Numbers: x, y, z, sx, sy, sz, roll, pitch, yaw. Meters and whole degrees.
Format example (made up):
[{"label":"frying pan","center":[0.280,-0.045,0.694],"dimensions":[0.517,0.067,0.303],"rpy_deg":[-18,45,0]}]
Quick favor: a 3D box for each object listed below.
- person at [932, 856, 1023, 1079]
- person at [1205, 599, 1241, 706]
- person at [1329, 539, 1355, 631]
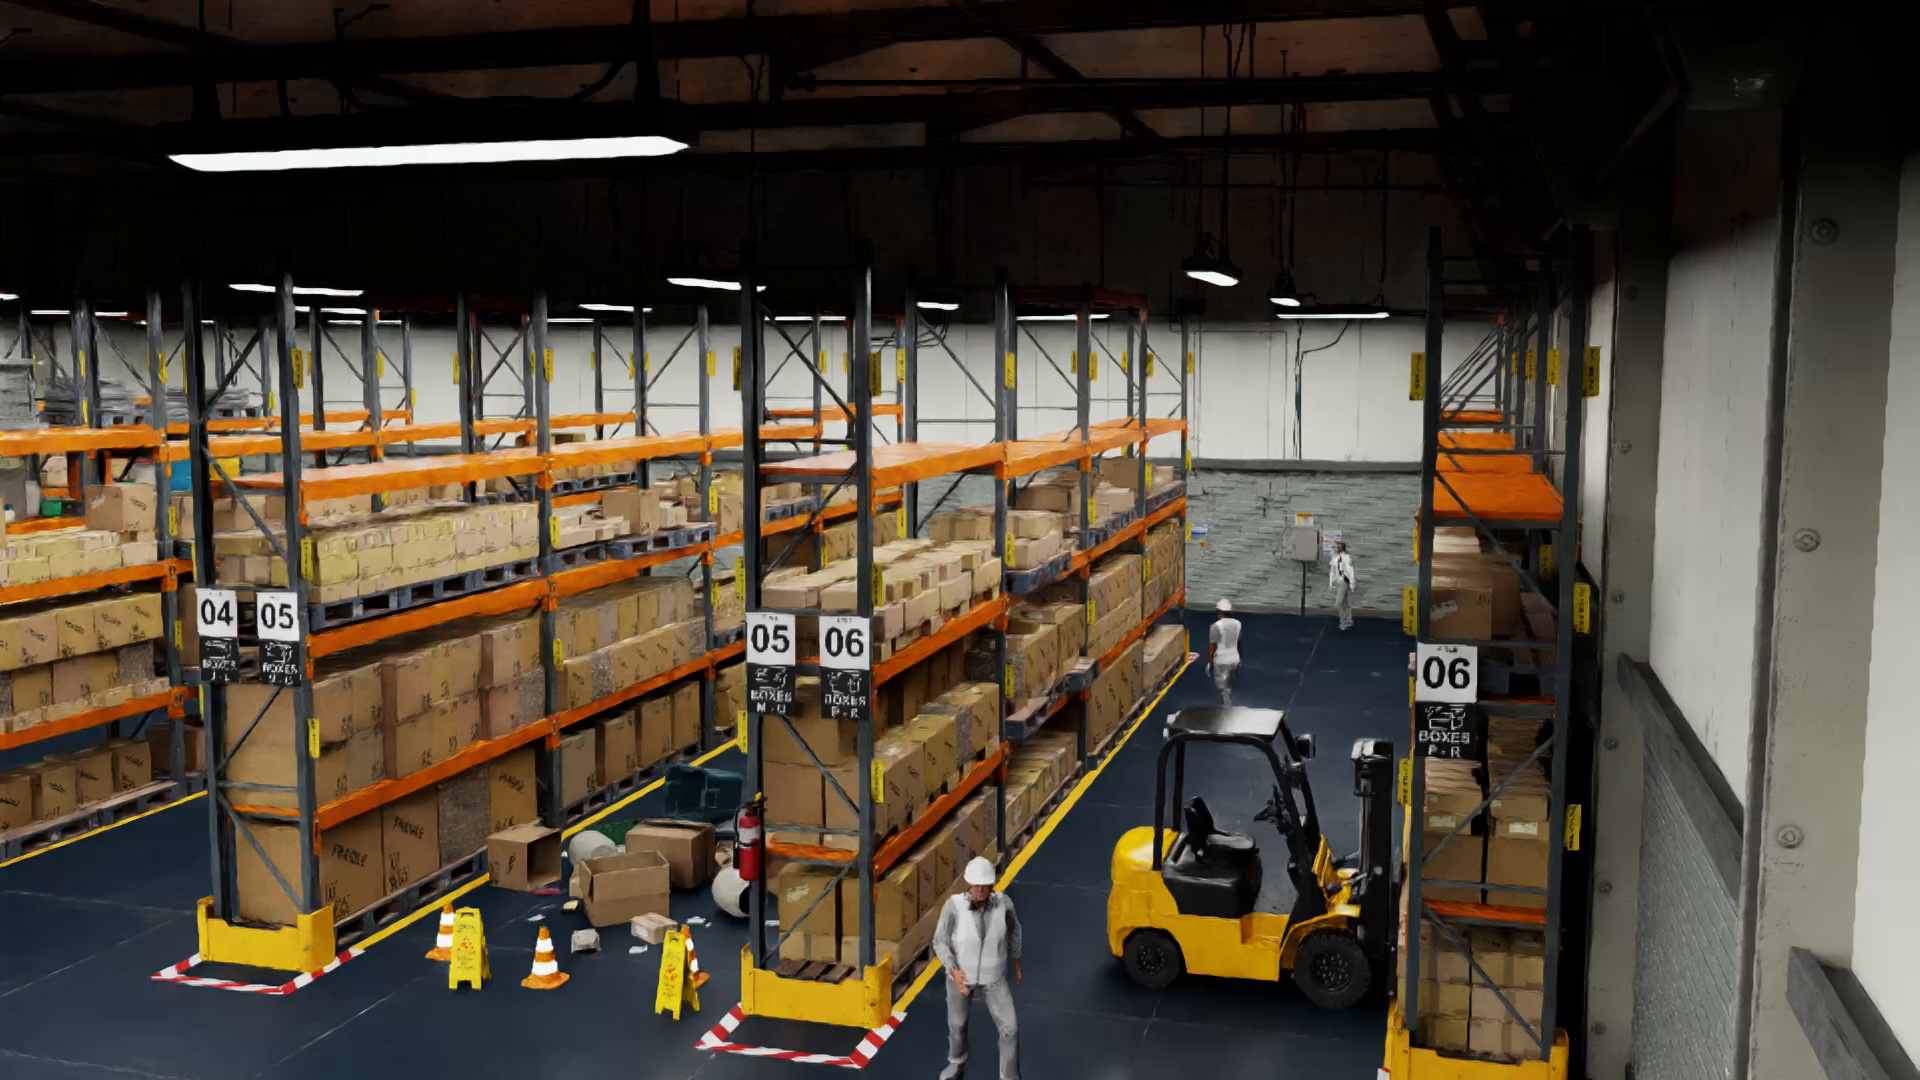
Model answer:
[{"label":"person","center":[0.140,3.015,11.601],"dimensions":[0.676,1.717,0.780],"rpy_deg":[0,6,-4]},{"label":"person","center":[3.623,1.692,23.012],"dimensions":[0.665,1.782,0.572],"rpy_deg":[-6,9,-43]},{"label":"person","center":[7.236,0.825,31.395],"dimensions":[0.461,1.691,0.577],"rpy_deg":[-2,7,-20]}]
